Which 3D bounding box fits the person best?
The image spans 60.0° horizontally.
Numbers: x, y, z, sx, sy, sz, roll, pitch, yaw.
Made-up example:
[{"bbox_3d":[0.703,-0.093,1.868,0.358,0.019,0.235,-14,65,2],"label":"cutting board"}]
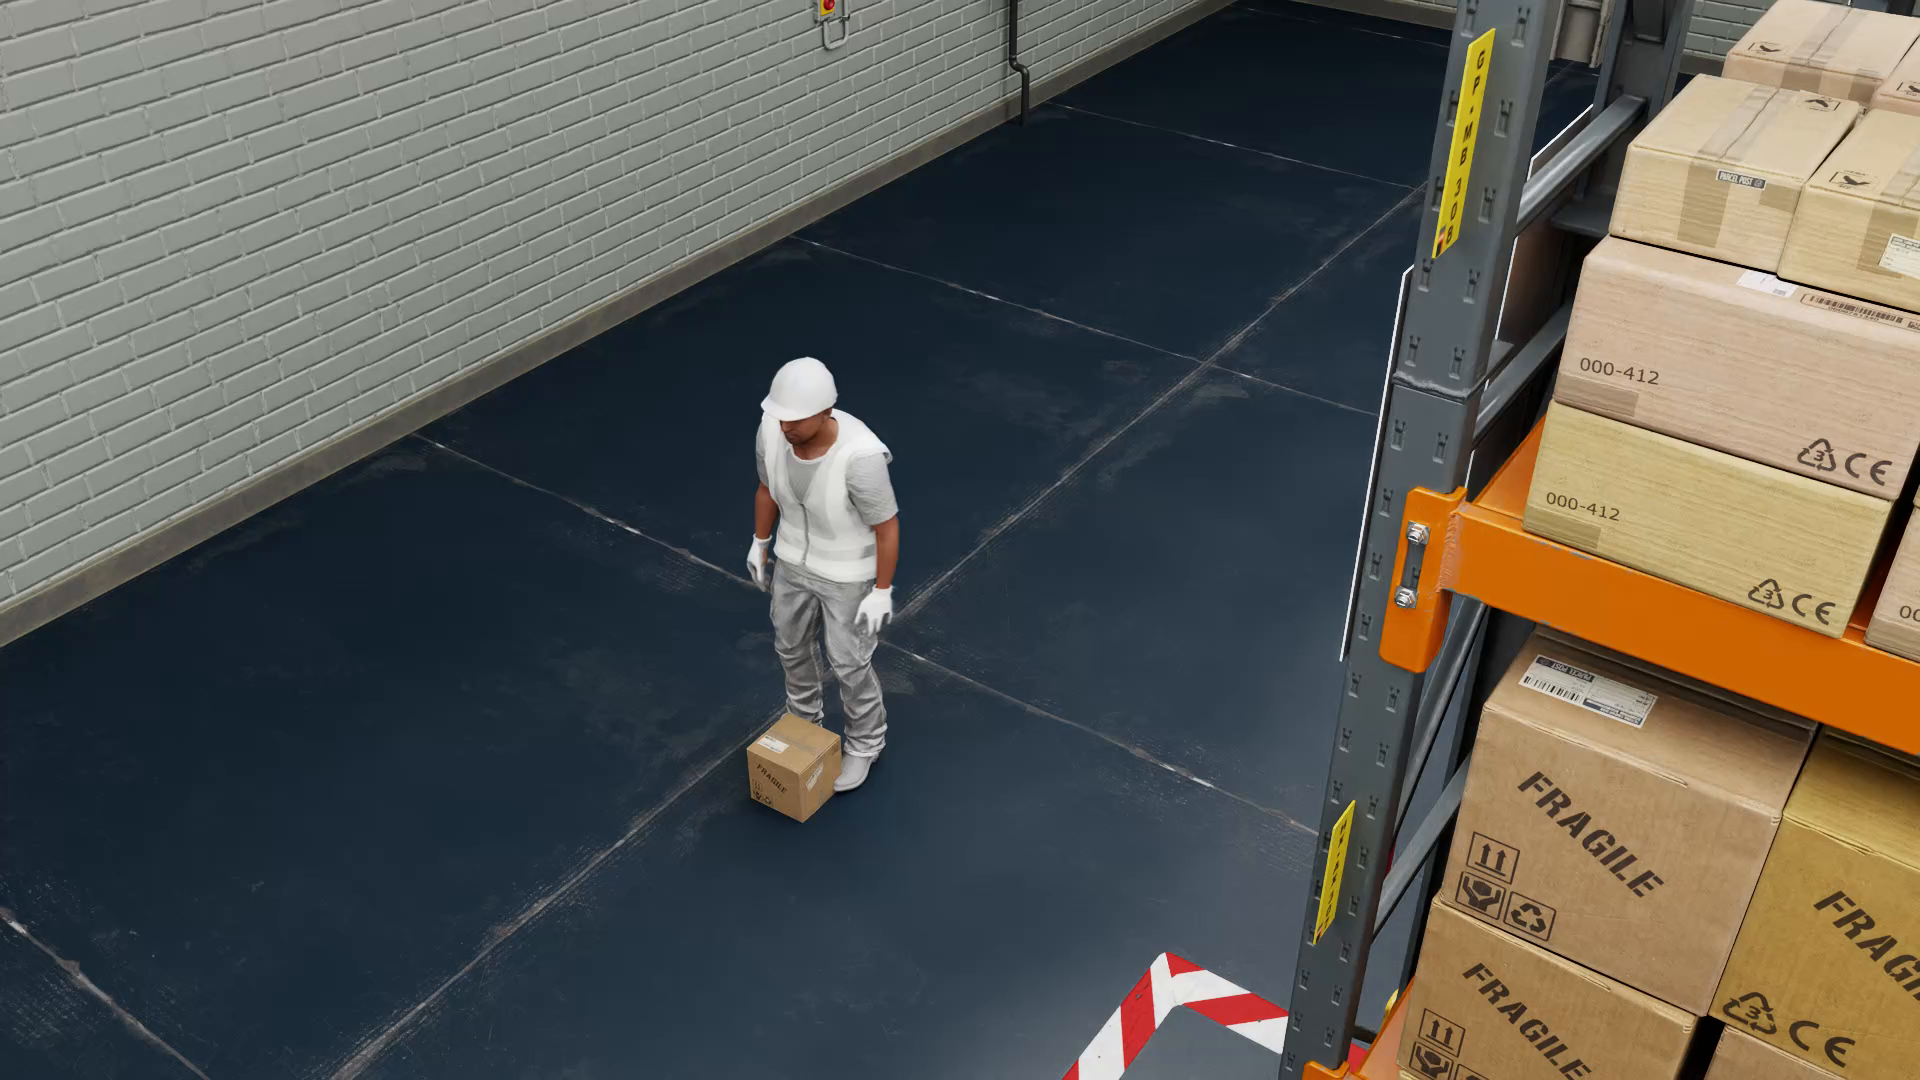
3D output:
[{"bbox_3d":[-0.498,0.113,5.968,0.620,1.774,0.453,21,40,28],"label":"person"}]
